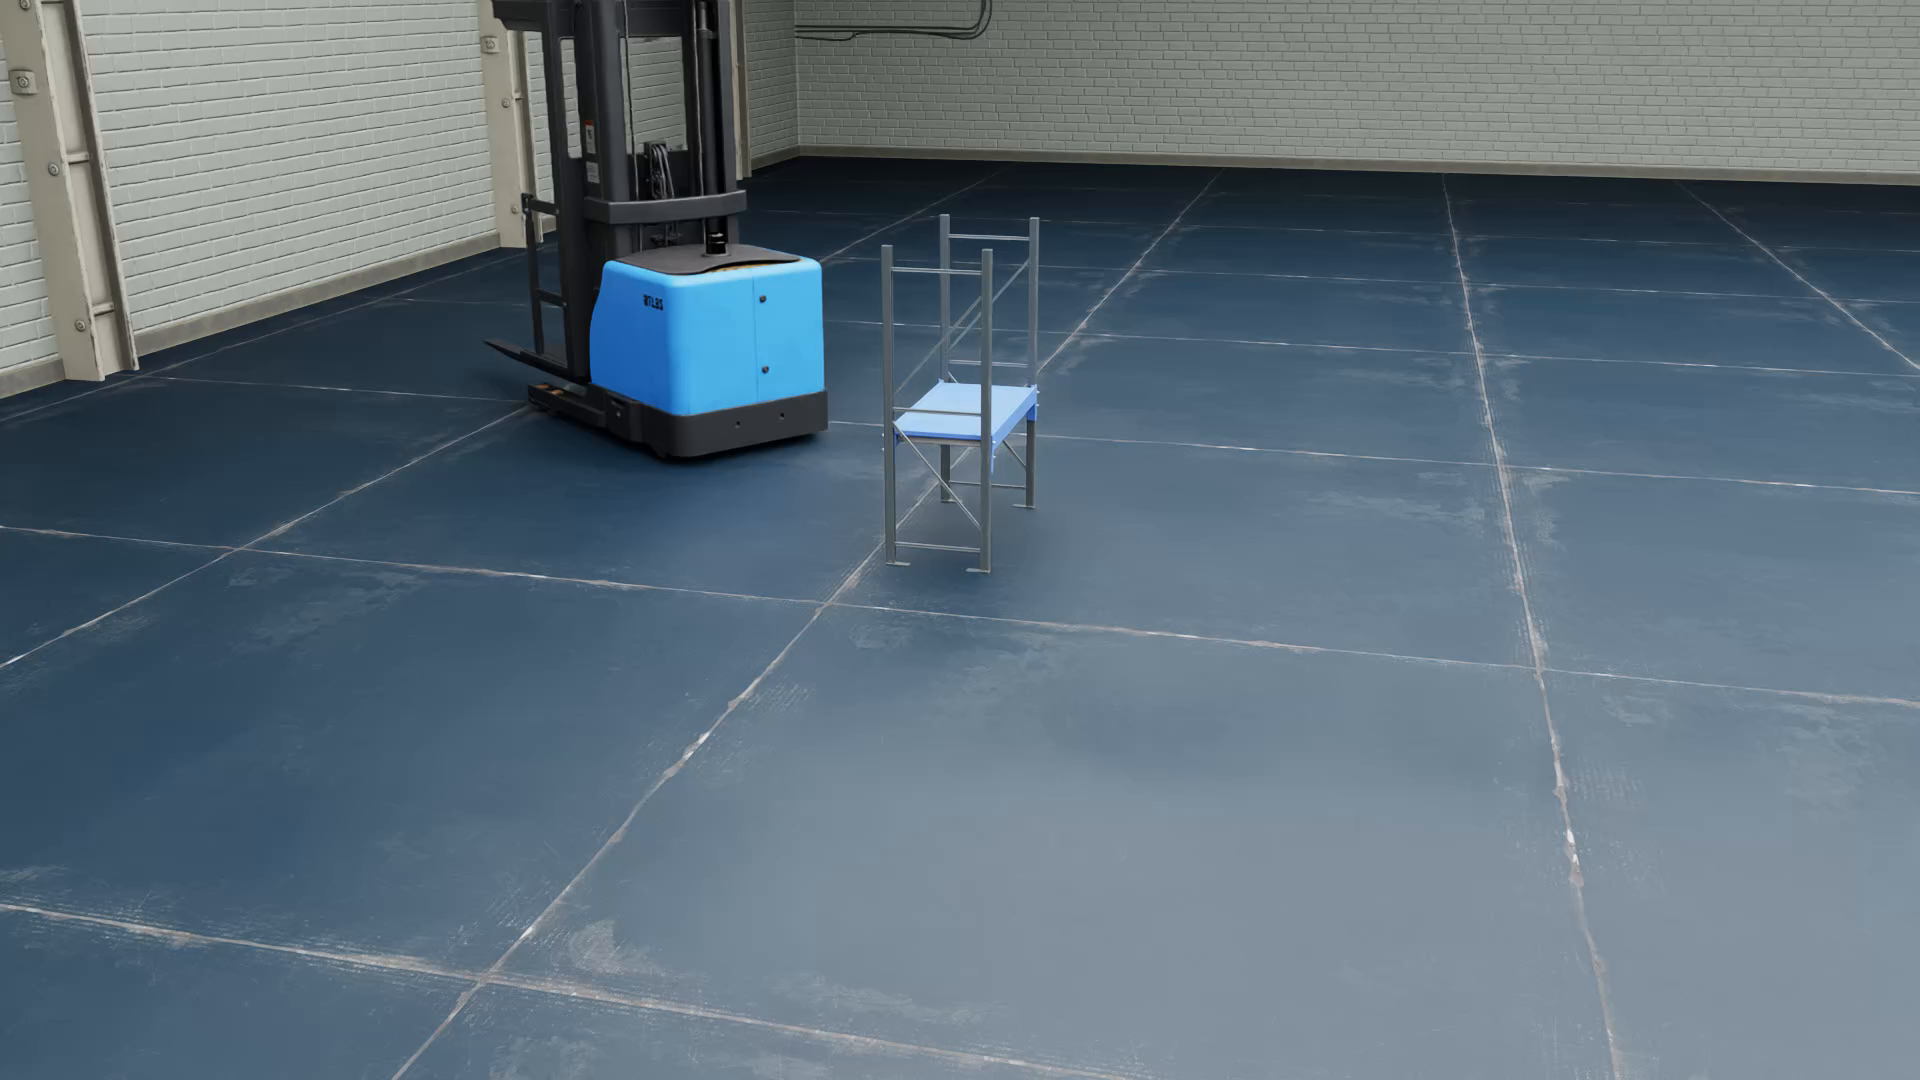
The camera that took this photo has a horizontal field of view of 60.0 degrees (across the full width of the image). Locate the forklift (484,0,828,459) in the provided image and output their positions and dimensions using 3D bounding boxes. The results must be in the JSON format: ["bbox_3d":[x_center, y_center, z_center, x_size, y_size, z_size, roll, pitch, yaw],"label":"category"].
[{"bbox_3d":[-2.104,-2.256,10.258,1.130,2.935,3.031,-15,24,-37],"label":"forklift"}]

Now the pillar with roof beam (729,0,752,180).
[{"bbox_3d":[1.128,-8.838,20.141,9.100,9.000,0.400,5,19,13],"label":"pillar with roof beam"}]

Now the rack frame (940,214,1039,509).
[{"bbox_3d":[0.145,-0.896,8.490,0.500,1.500,0.032,5,19,13],"label":"rack frame"}]

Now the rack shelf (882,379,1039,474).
[{"bbox_3d":[0.021,-0.566,8.082,0.538,0.185,1.000,5,19,13],"label":"rack shelf"}]

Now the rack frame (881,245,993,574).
[{"bbox_3d":[-0.103,-0.577,7.557,0.500,1.500,0.032,5,19,13],"label":"rack frame"}]

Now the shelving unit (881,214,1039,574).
[{"bbox_3d":[0.021,-0.736,8.023,0.538,1.500,1.048,5,19,13],"label":"shelving unit"}]

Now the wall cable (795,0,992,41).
[{"bbox_3d":[-1.044,-8.527,24.035,3.097,2.526,0.112,5,19,13],"label":"wall cable"}]

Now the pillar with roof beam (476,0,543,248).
[{"bbox_3d":[-0.338,-6.957,14.635,9.100,9.000,0.400,5,19,13],"label":"pillar with roof beam"}]

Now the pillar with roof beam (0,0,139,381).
[{"bbox_3d":[-1.804,-5.077,9.129,9.100,9.000,0.400,5,19,13],"label":"pillar with roof beam"}]
